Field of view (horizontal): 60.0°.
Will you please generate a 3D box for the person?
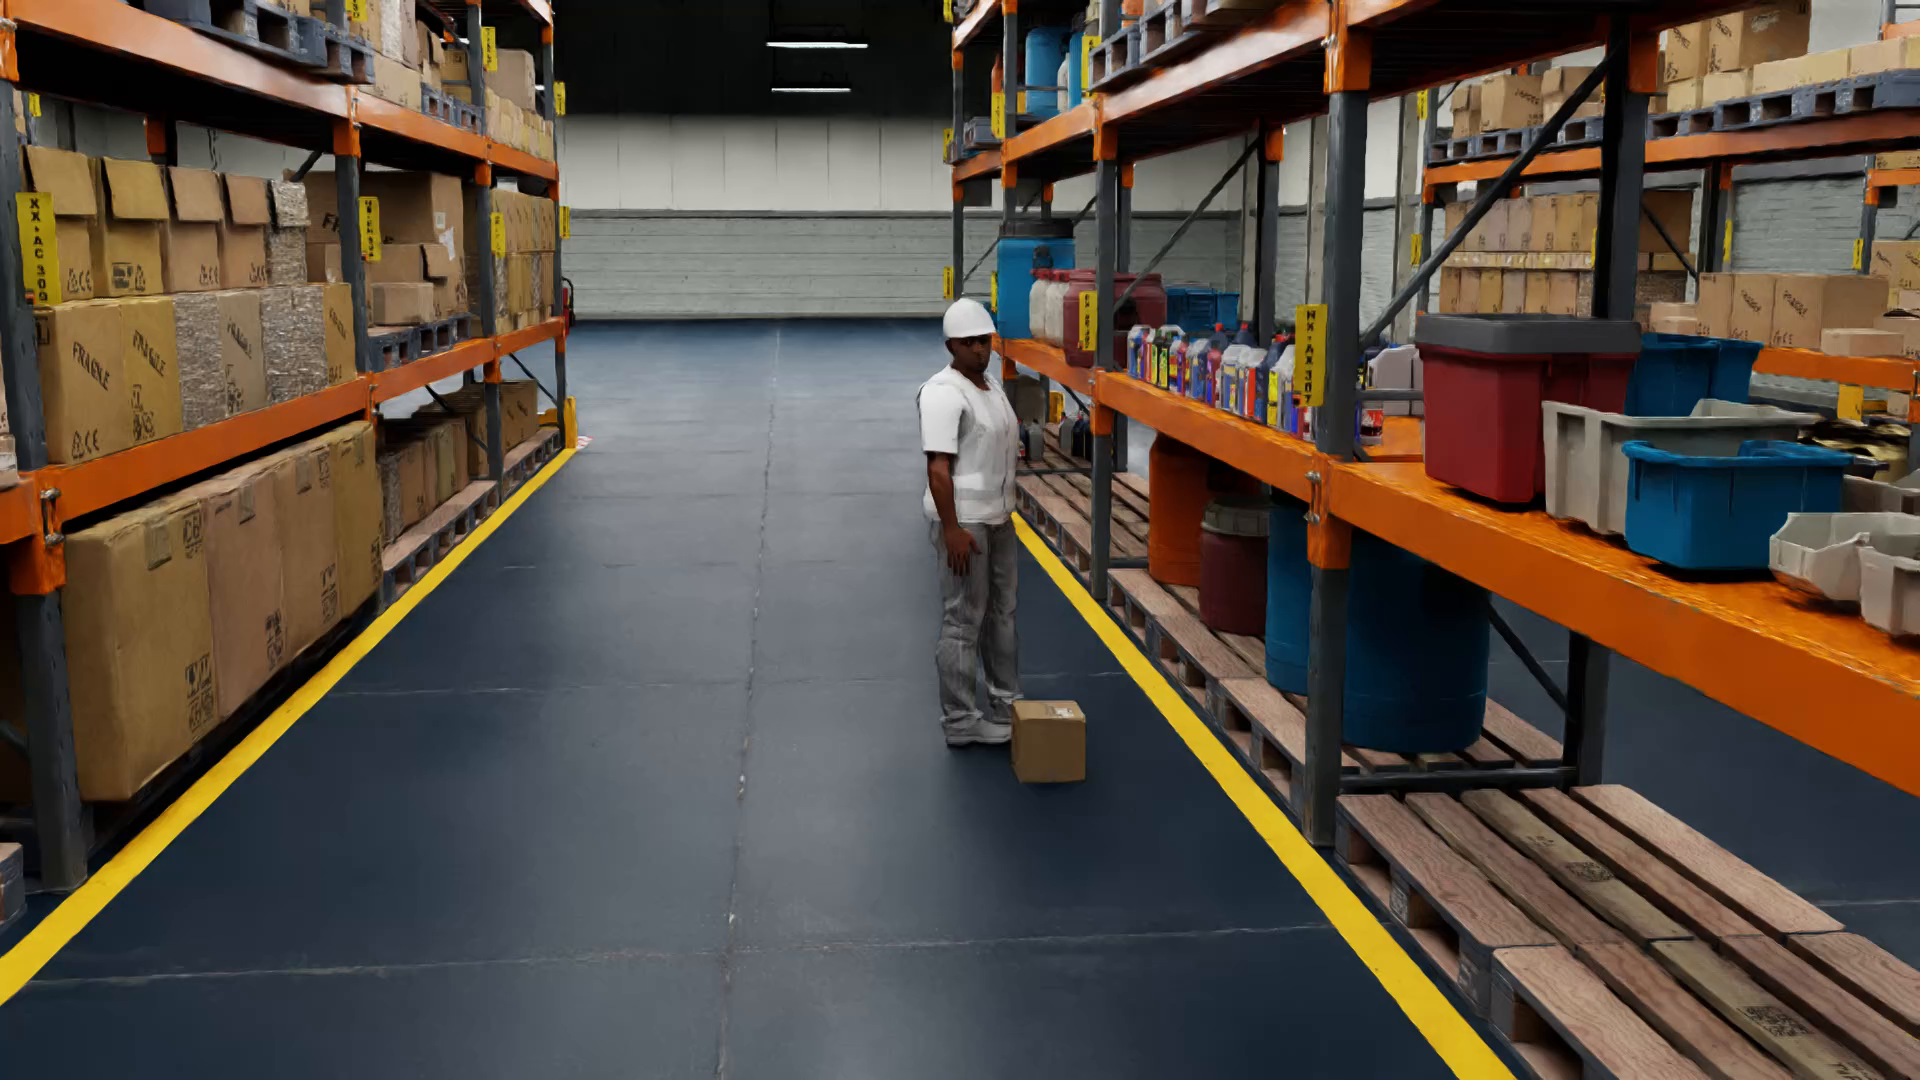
[{"bbox_3d":[0.109,-0.074,6.670,0.490,1.767,0.614,5,11,28],"label":"person"}]
